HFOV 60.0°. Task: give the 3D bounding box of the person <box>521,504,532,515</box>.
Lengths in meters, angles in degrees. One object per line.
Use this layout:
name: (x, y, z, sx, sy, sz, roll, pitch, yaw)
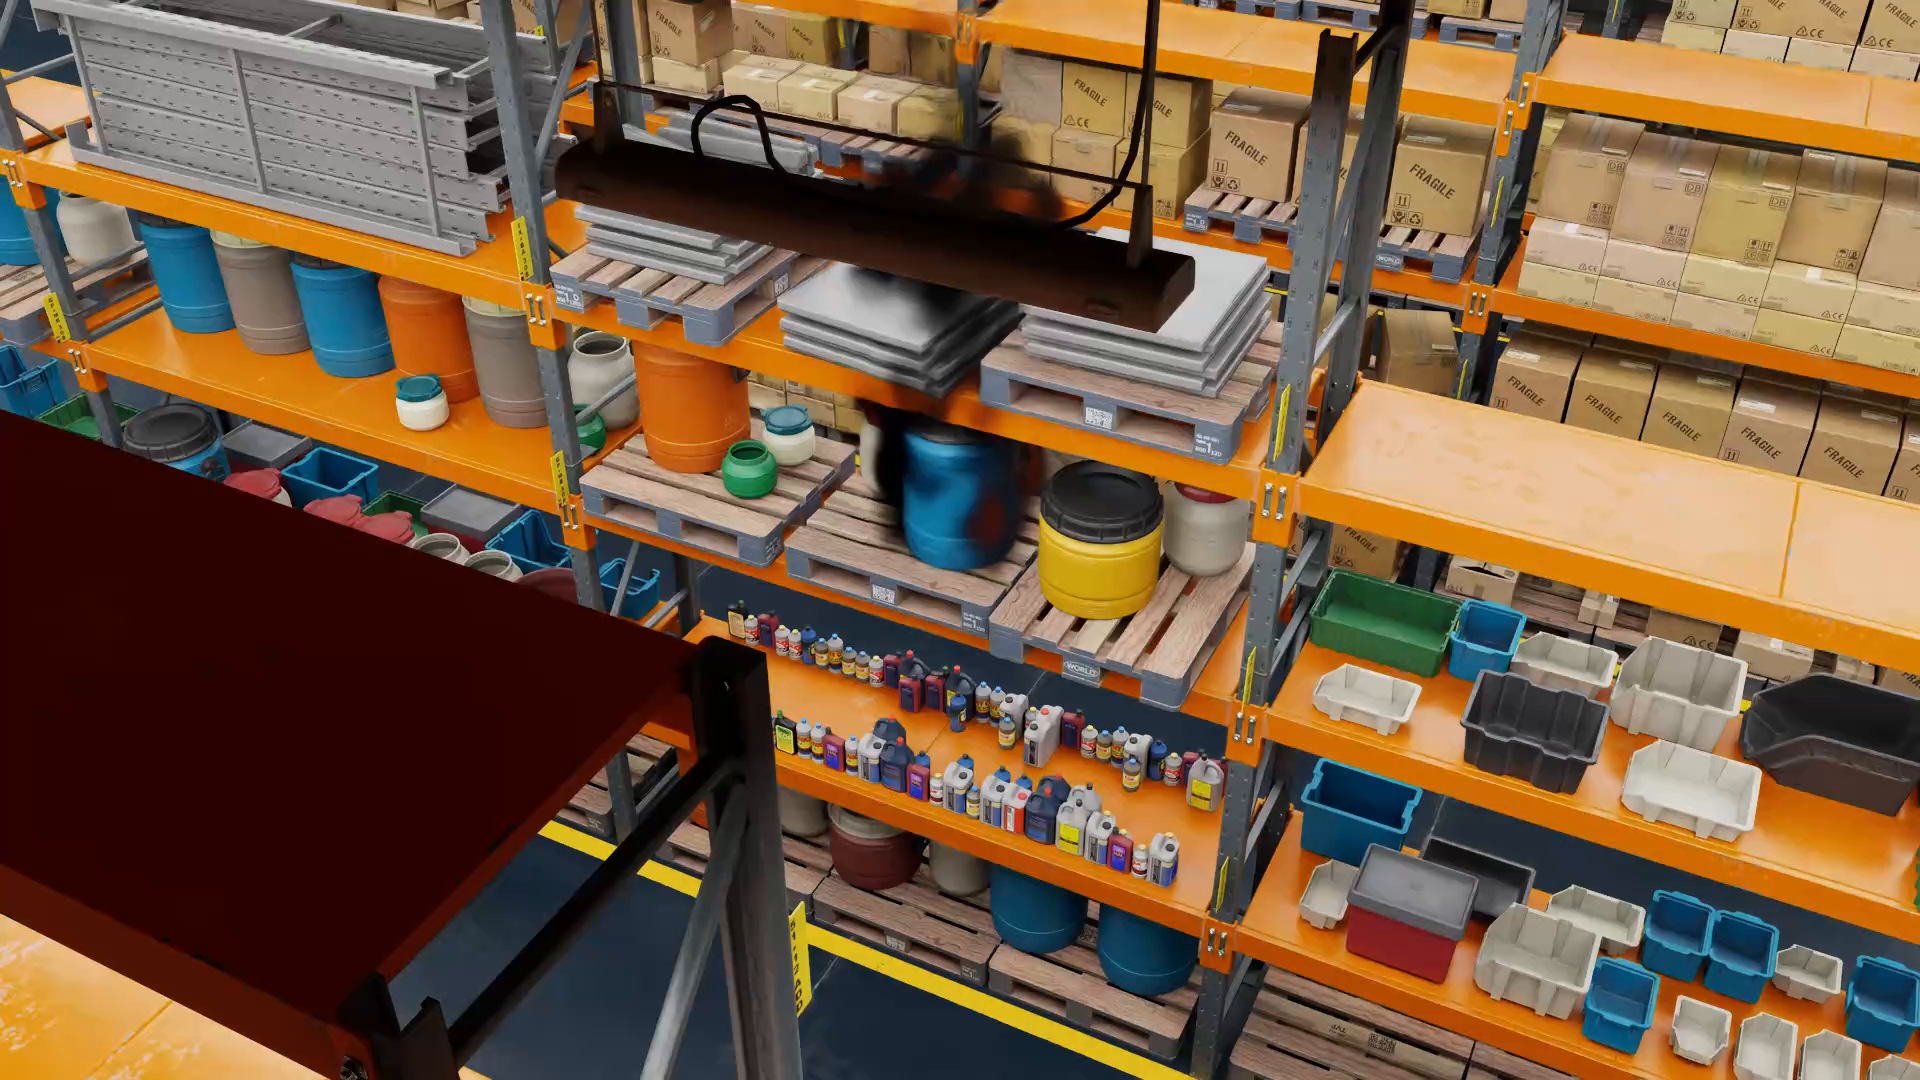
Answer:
person: (-3.568, -0.234, 12.803, 0.516, 1.599, 0.581, 15, 38, 20)
